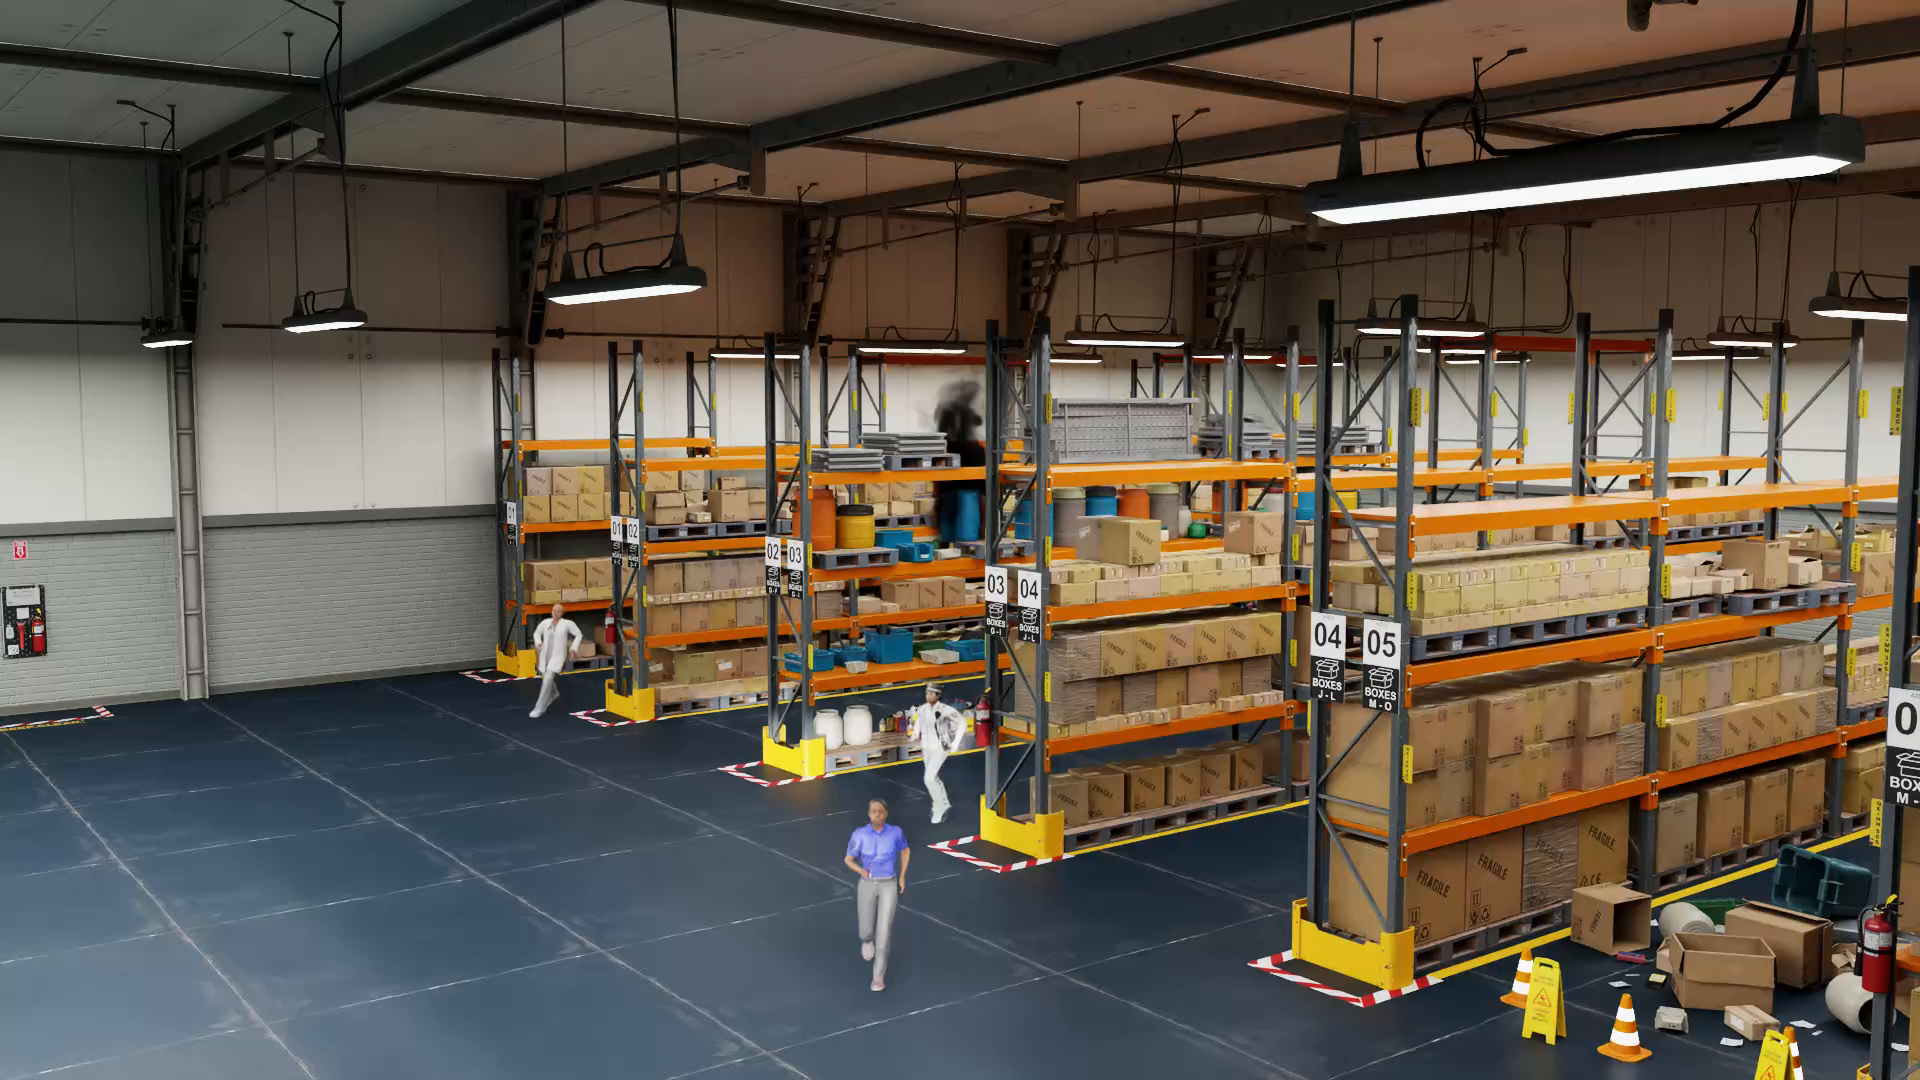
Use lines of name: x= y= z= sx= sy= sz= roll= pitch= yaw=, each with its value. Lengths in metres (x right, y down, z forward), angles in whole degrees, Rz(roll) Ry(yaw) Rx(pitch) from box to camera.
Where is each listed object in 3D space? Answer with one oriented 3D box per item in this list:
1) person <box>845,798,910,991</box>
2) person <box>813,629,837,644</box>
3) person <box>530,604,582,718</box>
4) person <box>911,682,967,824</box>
person: x=-0.723 y=3.065 z=14.660 sx=0.583 sy=1.626 sz=0.744 roll=0 pitch=5 yaw=-4
person: x=-2.560 y=1.583 z=31.545 sx=0.517 sy=1.630 sz=0.784 roll=4 pitch=7 yaw=42
person: x=-6.567 y=1.918 z=26.876 sx=0.760 sy=1.771 sz=1.020 roll=2 pitch=5 yaw=17
person: x=-0.298 y=2.569 z=20.137 sx=0.639 sy=1.739 sz=0.696 roll=4 pitch=7 yaw=41
